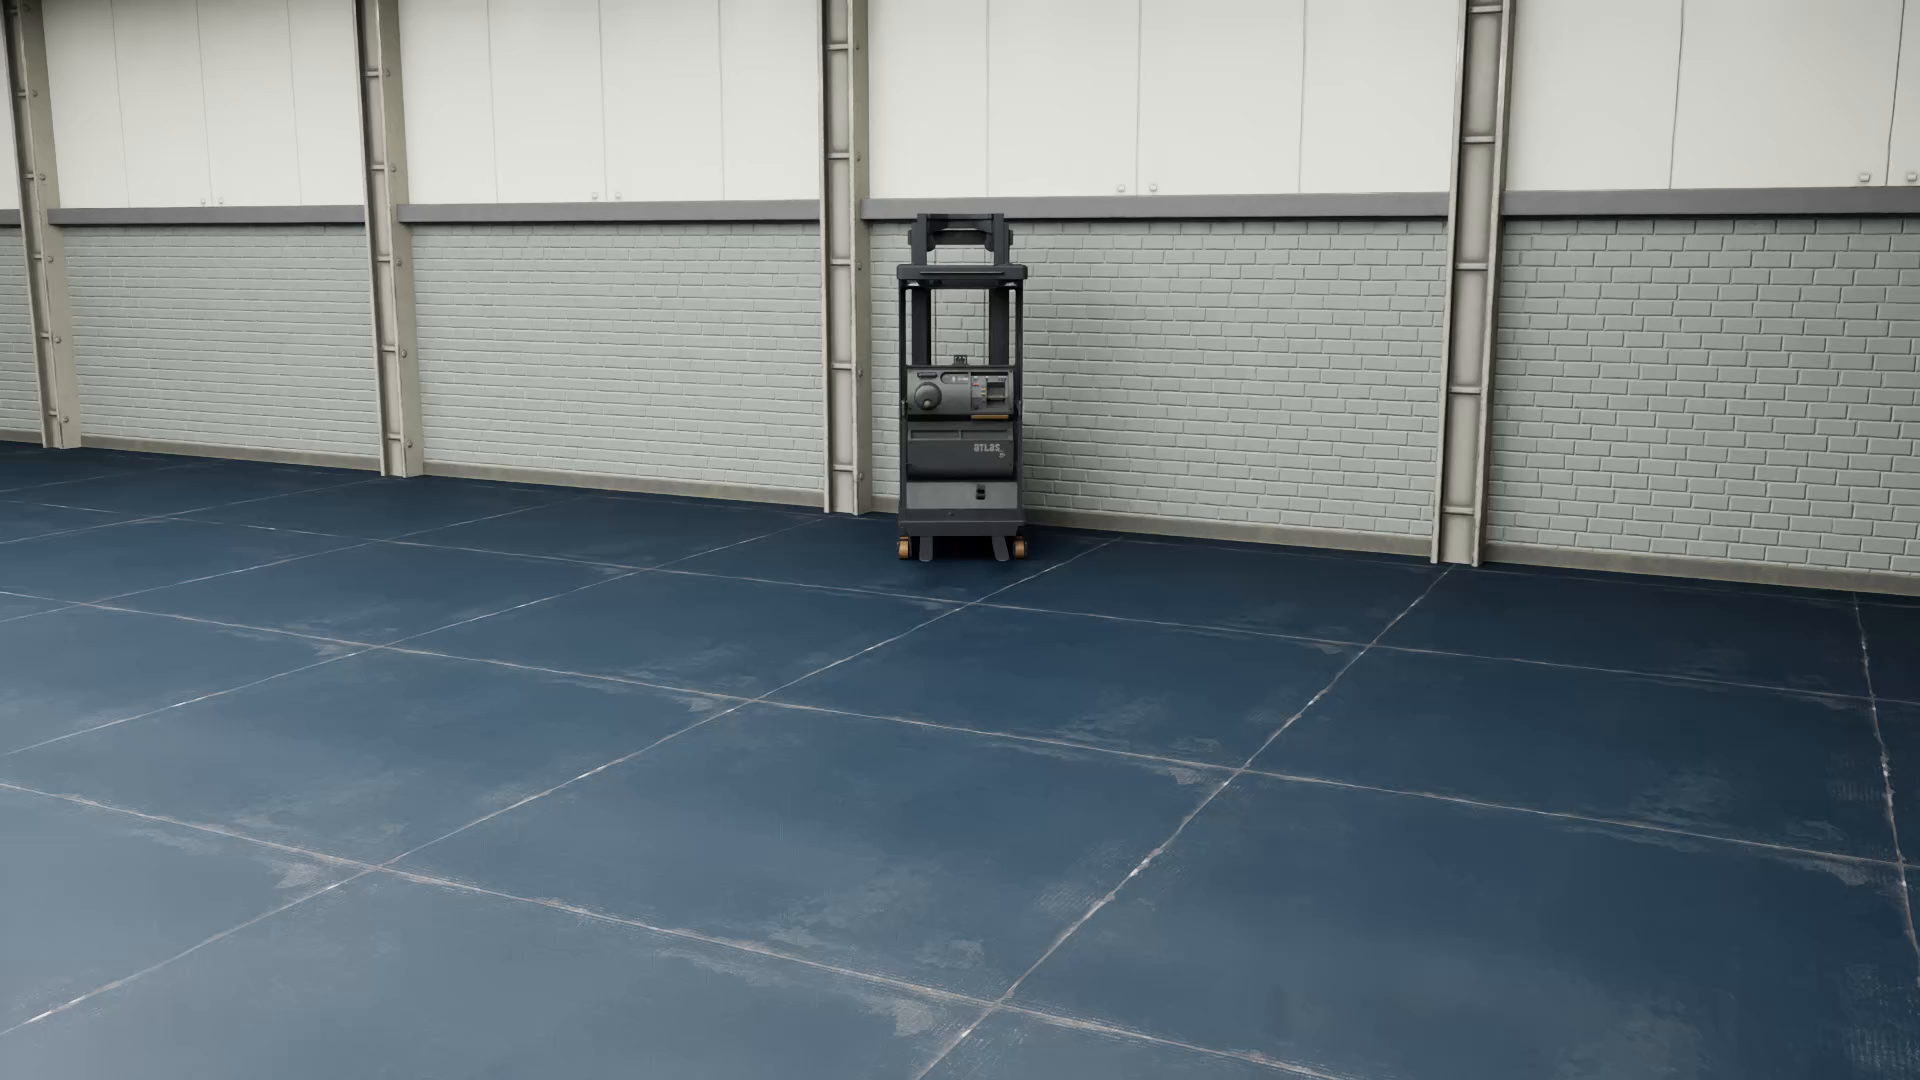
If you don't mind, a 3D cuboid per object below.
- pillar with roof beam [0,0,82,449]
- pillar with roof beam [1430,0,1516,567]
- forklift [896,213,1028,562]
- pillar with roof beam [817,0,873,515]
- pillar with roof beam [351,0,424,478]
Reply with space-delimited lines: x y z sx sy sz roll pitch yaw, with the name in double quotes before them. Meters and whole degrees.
"pillar with roof beam" -13.795 -4.975 17.449 0.400 9.000 9.100 5 11 26
"pillar with roof beam" 2.347 -3.556 9.612 0.400 9.000 9.100 5 11 26
"forklift" 0.011 -1.330 14.350 1.130 2.935 3.031 0 10 -1
"pillar with roof beam" -3.033 -4.029 12.225 0.400 9.000 9.100 5 11 26
"pillar with roof beam" -8.414 -4.502 14.837 0.400 9.000 9.100 5 11 26
